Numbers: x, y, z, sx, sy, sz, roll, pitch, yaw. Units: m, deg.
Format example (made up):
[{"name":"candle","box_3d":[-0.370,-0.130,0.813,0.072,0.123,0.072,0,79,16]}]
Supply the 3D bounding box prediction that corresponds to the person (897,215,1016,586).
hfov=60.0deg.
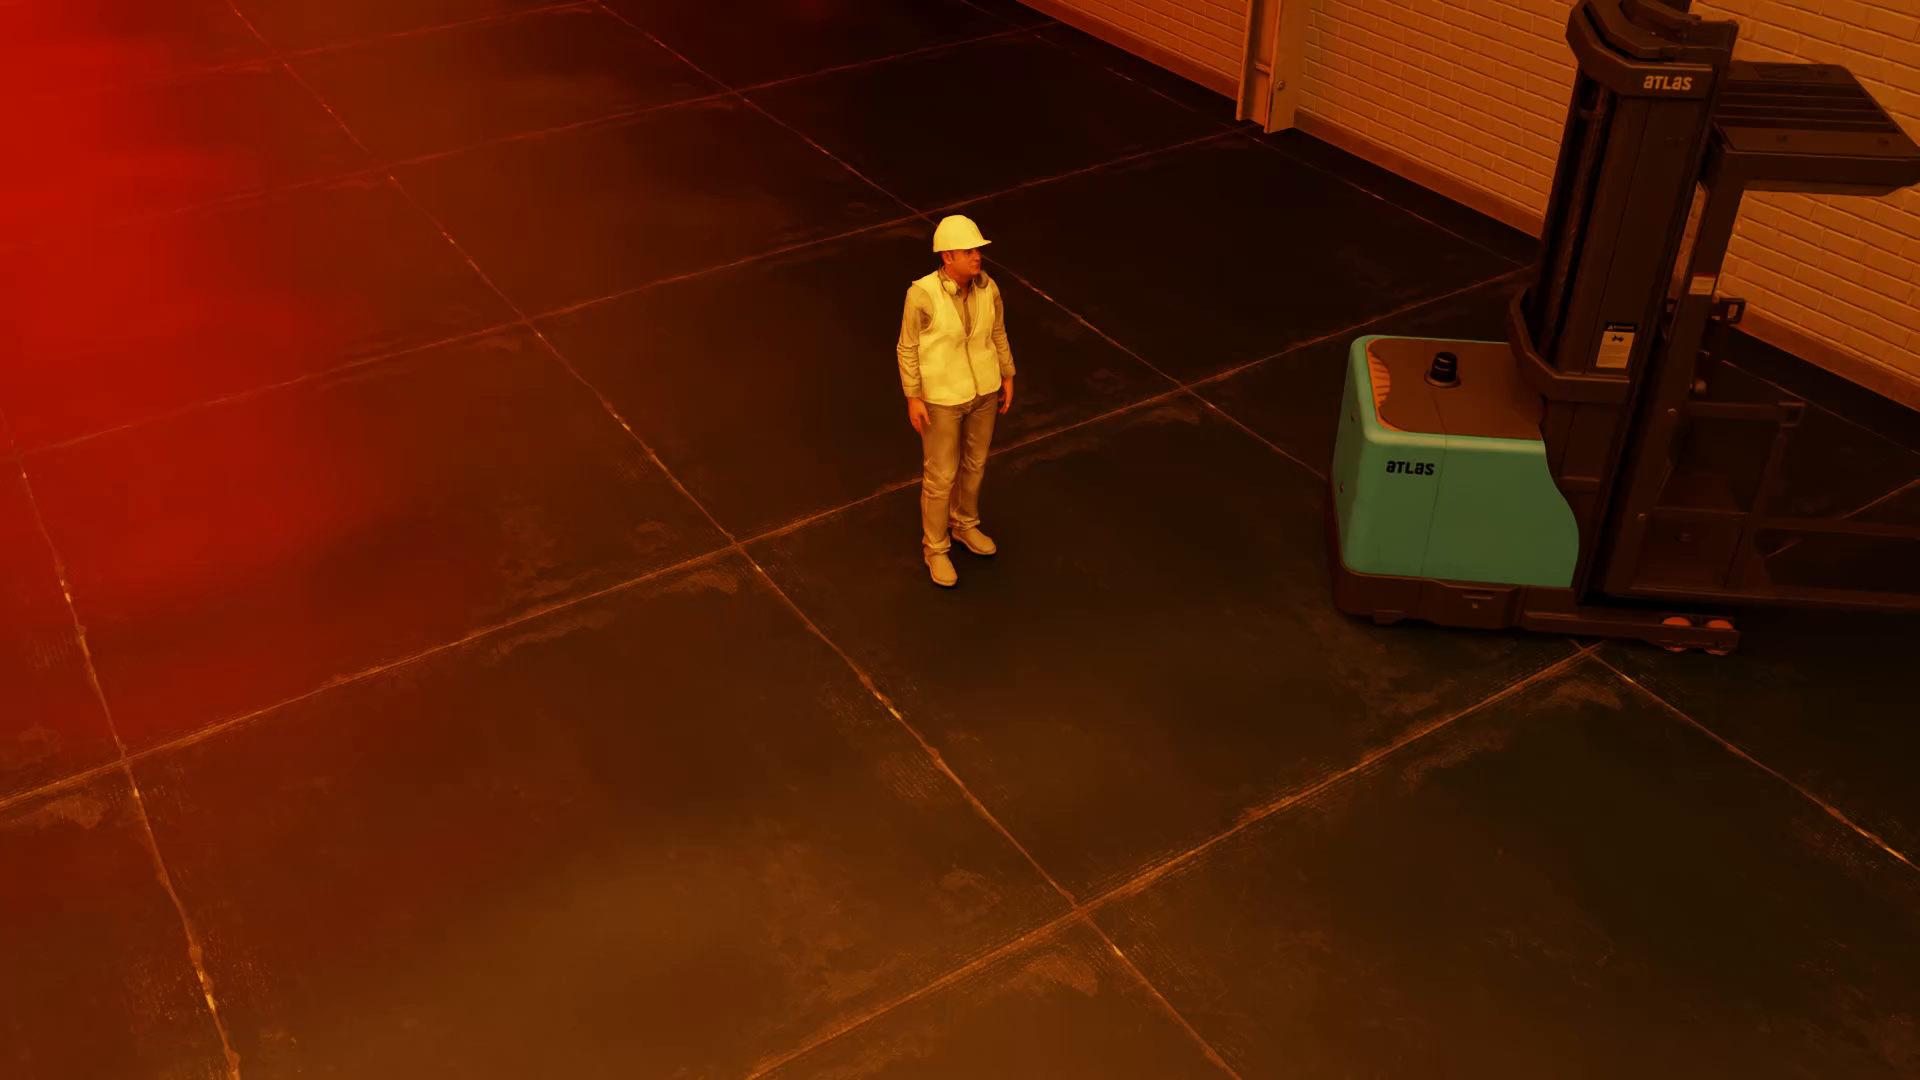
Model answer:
[{"name":"person","box_3d":[0.027,-0.699,8.137,0.632,1.773,0.568,-21,40,-27]}]

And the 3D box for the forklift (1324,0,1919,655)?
[{"name":"forklift","box_3d":[3.386,-0.978,7.540,3.031,2.935,1.130,4,35,6]}]
